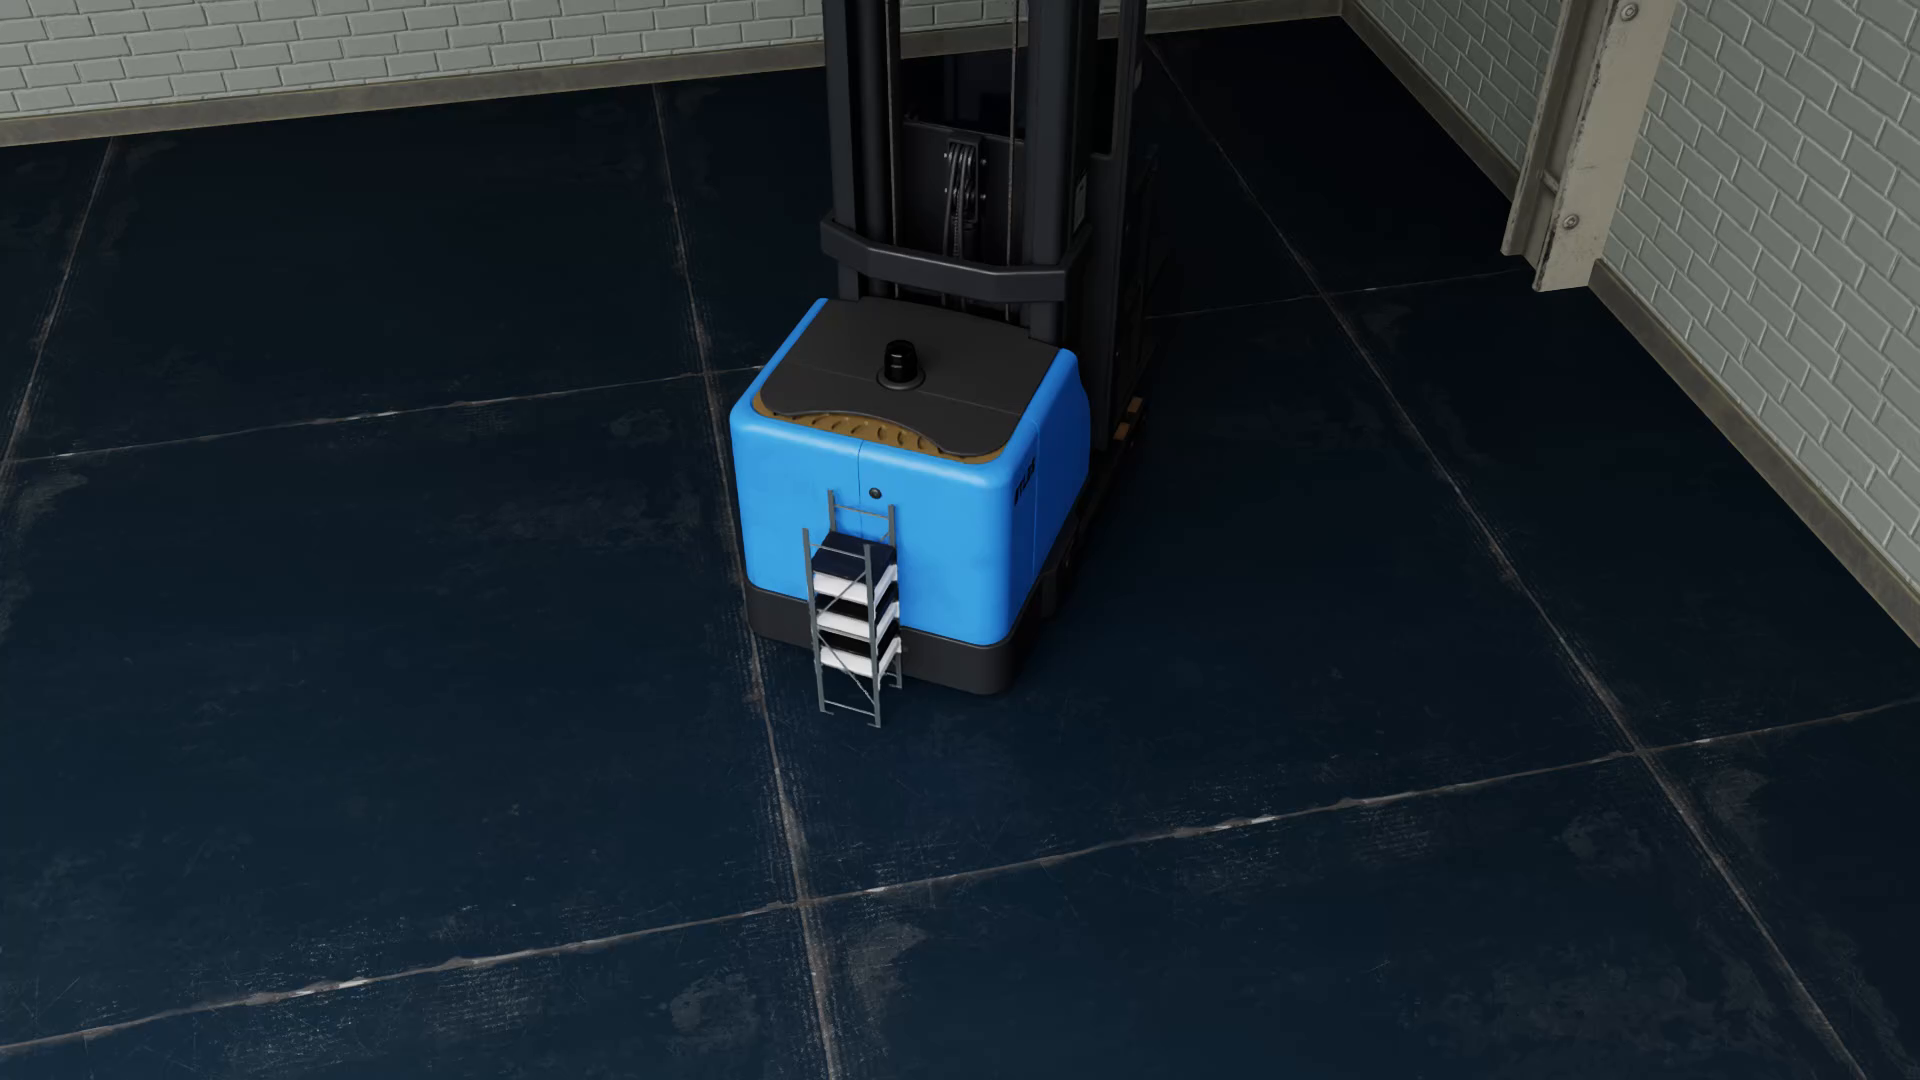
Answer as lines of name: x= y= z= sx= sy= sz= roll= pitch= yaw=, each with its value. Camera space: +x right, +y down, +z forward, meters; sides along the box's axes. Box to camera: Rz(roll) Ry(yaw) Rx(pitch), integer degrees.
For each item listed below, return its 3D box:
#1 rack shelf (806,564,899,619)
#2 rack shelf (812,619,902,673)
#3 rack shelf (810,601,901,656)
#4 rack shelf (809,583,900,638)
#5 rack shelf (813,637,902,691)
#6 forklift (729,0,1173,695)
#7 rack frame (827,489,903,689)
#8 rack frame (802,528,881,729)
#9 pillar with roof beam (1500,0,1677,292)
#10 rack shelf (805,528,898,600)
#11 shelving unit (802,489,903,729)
rack shelf: x=-0.365 y=0.147 z=5.682 sx=0.258 sy=0.077 sz=0.200 roll=14 pitch=45 yaw=15
rack shelf: x=-0.363 y=0.344 z=5.866 sx=0.258 sy=0.077 sz=0.200 roll=14 pitch=45 yaw=15
rack shelf: x=-0.364 y=0.279 z=5.805 sx=0.258 sy=0.077 sz=0.200 roll=14 pitch=45 yaw=15
rack shelf: x=-0.365 y=0.213 z=5.744 sx=0.258 sy=0.077 sz=0.200 roll=14 pitch=45 yaw=15
rack shelf: x=-0.362 y=0.410 z=5.927 sx=0.258 sy=0.077 sz=0.200 roll=14 pitch=45 yaw=15
forklift: x=0.185 y=-1.525 z=6.261 sx=1.130 sy=2.935 sz=3.031 roll=14 pitch=43 yaw=15
rack frame: x=-0.328 y=0.189 z=5.852 sx=0.240 sy=0.900 sz=0.006 roll=14 pitch=45 yaw=15
rack frame: x=-0.400 y=0.319 z=5.713 sx=0.240 sy=0.900 sz=0.006 roll=14 pitch=45 yaw=15
pillar with roof beam: x=-1.284 y=-4.108 z=4.600 sx=9.100 sy=9.000 sz=0.400 roll=-8 pitch=42 yaw=-9
rack shelf: x=-0.366 y=0.081 z=5.621 sx=0.258 sy=0.077 sz=0.200 roll=14 pitch=45 yaw=15
shelving unit: x=-0.364 y=0.254 z=5.782 sx=0.258 sy=0.900 sz=0.210 roll=14 pitch=45 yaw=15
